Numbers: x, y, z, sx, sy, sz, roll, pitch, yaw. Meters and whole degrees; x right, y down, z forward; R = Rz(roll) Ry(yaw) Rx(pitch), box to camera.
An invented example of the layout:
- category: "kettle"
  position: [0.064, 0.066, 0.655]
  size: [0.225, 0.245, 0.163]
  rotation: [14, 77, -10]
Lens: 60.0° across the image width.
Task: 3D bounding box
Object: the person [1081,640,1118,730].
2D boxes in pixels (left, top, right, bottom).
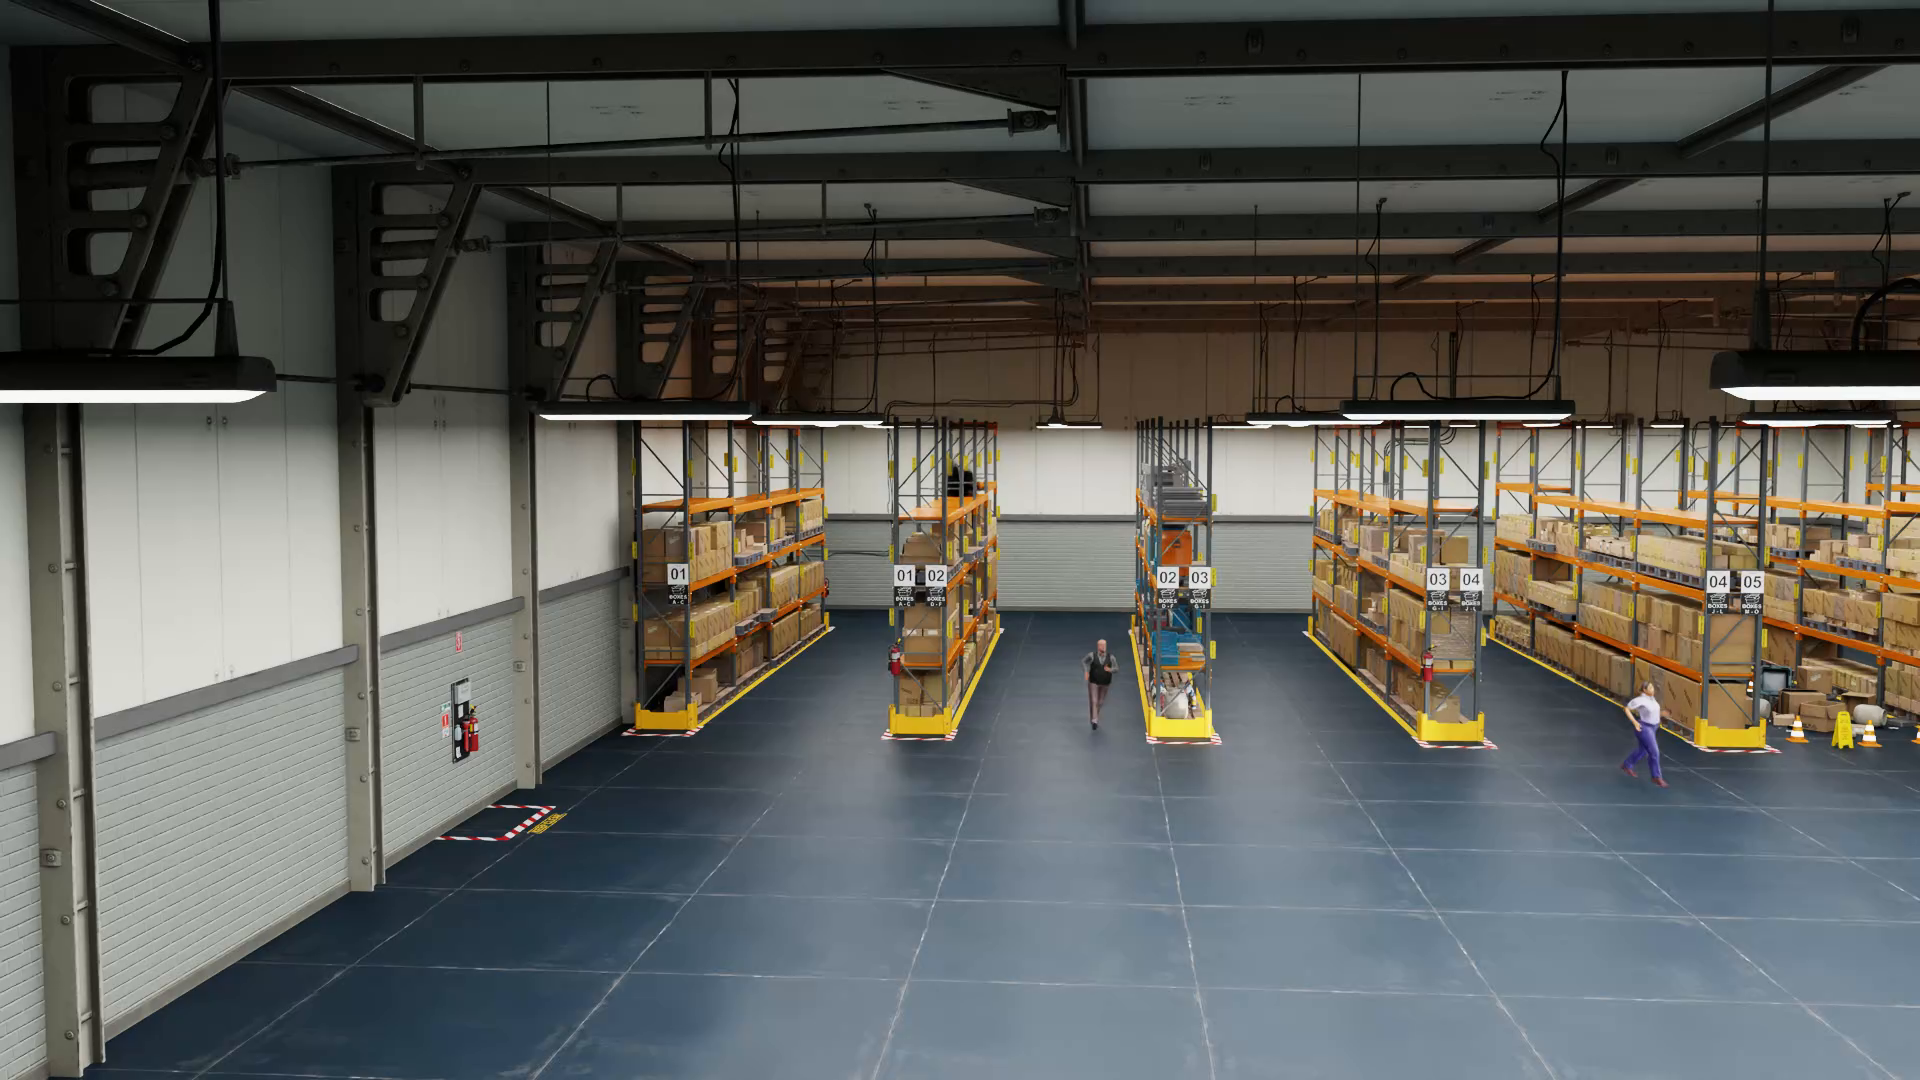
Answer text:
- category: "person"
  position: [2.684, 2.756, 31.635]
  size: [0.667, 1.712, 1.062]
  rotation: [-1, 4, -9]

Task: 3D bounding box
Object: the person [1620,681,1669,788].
- category: "person"
  position: [11.145, 3.125, 27.024]
  size: [0.873, 1.680, 0.594]
  rotation: [4, 5, 45]

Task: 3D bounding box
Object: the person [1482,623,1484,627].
- category: "person"
  position: [14.541, 1.846, 47.028]
  size: [0.758, 1.665, 0.626]
  rotation: [-2, 4, -23]
